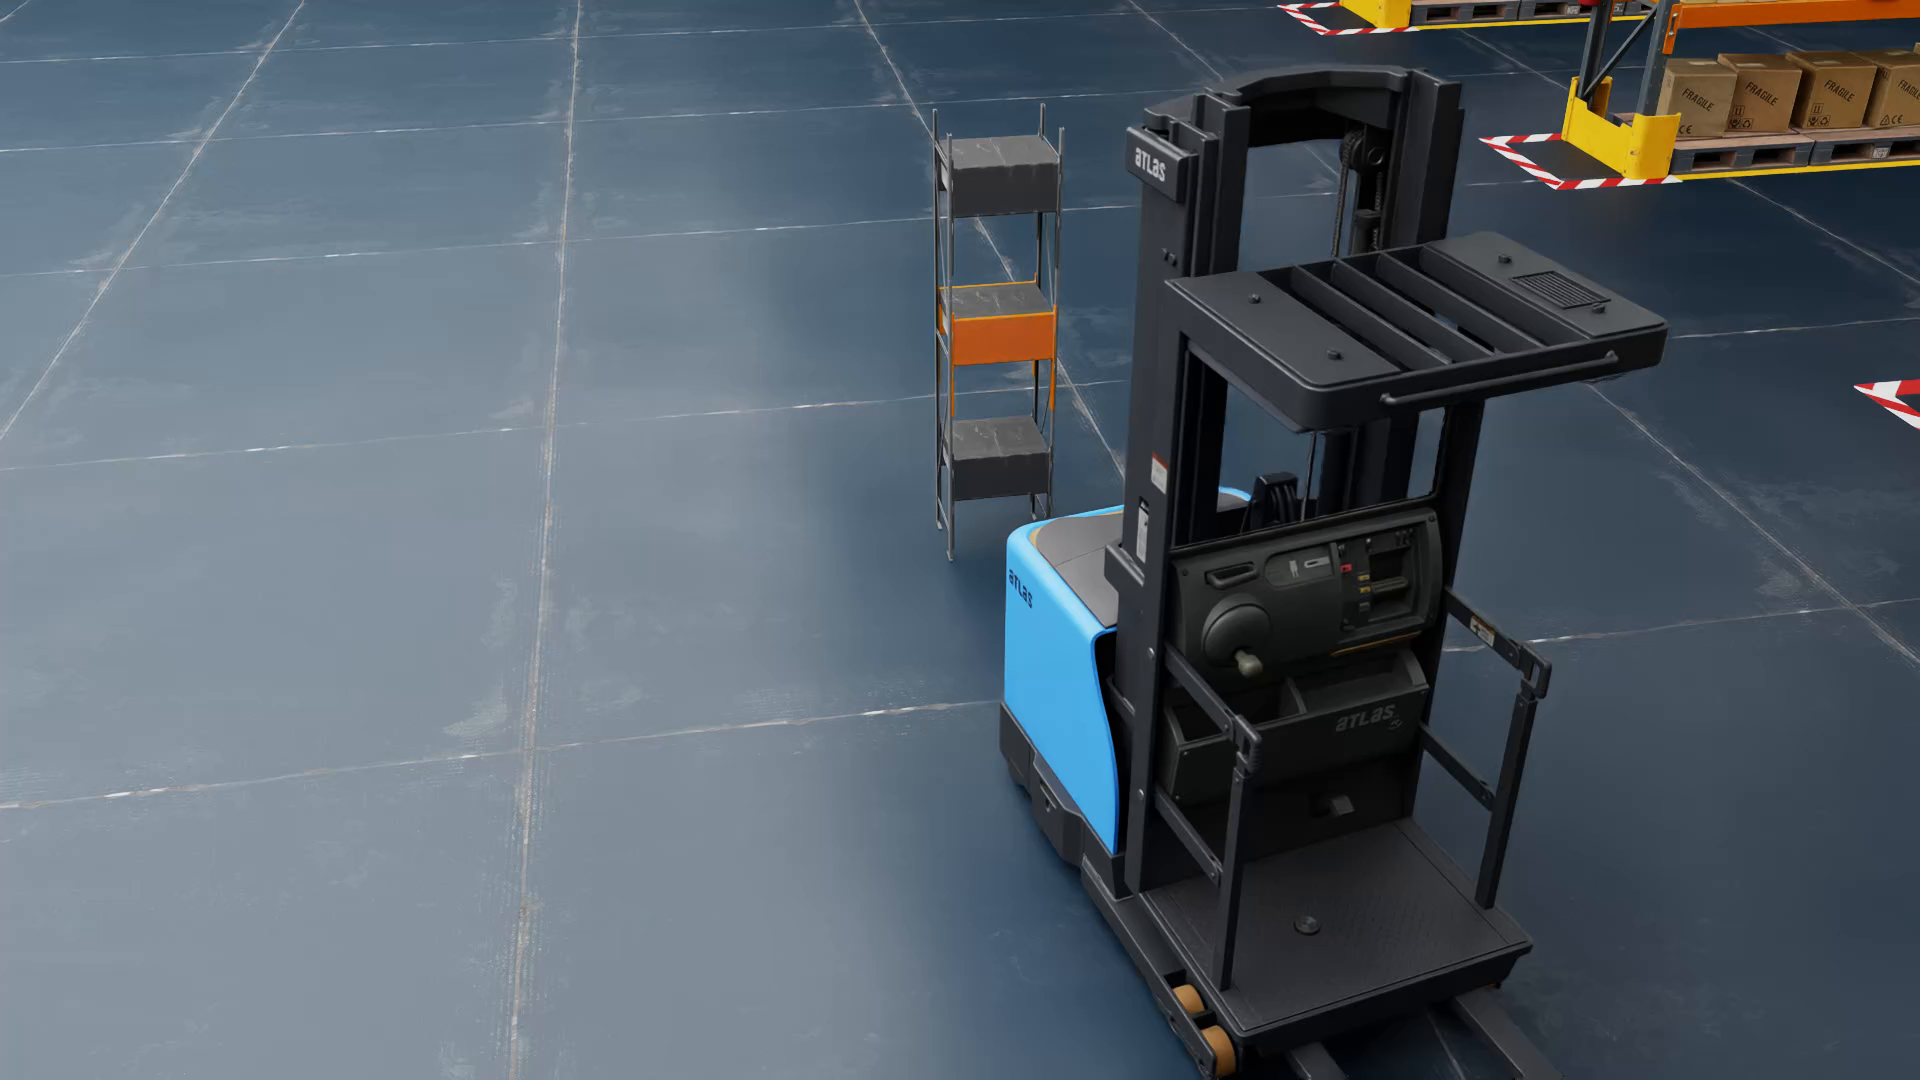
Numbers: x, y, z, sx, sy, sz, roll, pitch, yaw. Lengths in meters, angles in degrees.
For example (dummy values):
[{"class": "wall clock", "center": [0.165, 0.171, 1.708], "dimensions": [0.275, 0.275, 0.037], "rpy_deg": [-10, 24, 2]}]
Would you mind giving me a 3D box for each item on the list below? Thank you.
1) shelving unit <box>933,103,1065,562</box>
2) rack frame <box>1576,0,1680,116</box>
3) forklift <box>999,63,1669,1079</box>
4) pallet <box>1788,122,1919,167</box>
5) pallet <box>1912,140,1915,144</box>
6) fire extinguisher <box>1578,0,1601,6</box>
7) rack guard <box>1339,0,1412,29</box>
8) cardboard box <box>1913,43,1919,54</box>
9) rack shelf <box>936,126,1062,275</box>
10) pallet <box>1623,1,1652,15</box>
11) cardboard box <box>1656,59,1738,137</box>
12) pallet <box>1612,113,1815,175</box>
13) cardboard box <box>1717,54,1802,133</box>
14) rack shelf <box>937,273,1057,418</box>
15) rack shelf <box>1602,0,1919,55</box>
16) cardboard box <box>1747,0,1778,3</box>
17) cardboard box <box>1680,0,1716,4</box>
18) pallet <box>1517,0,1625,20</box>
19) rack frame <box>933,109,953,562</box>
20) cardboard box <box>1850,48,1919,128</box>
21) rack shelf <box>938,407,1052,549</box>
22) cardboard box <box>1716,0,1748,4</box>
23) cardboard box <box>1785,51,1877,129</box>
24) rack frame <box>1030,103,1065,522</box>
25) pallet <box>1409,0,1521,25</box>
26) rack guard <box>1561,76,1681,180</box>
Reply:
[{"class": "shelving unit", "center": [0.163, -0.920, 7.743], "dimensions": [0.503, 2.100, 0.431], "rpy_deg": [-5, 31, -9]}, {"class": "rack frame", "center": [5.251, -4.416, 12.801], "dimensions": [0.127, 3.000, 1.000], "rpy_deg": [-5, 31, -9]}, {"class": "forklift", "center": [1.172, 0.217, 4.989], "dimensions": [1.130, 2.935, 3.031], "rpy_deg": [-11, 32, -19]}, {"class": "pallet", "center": [7.329, -3.387, 13.802], "dimensions": [1.213, 0.211, 1.003], "rpy_deg": [-5, 31, -9]}, {"class": "pallet", "center": [8.531, -3.500, 13.994], "dimensions": [1.213, 0.211, 1.003], "rpy_deg": [-5, 31, -9]}, {"class": "fire extinguisher", "center": [5.055, -4.602, 13.193], "dimensions": [0.183, 0.674, 0.296], "rpy_deg": [-5, 31, -9]}, {"class": "rack guard", "center": [4.425, -5.838, 17.686], "dimensions": [0.348, 0.500, 1.175], "rpy_deg": [-5, 31, -9]}, {"class": "cardboard box", "center": [8.223, -3.812, 13.825], "dimensions": [0.500, 0.500, 0.500], "rpy_deg": [4, 31, 7]}, {"class": "rack shelf", "center": [0.163, -1.512, 7.396], "dimensions": [0.480, 0.518, 0.431], "rpy_deg": [-5, 31, -9]}, {"class": "pallet", "center": [7.625, -6.008, 18.259], "dimensions": [1.213, 0.211, 1.003], "rpy_deg": [-5, 31, -9]}, {"class": "cardboard box", "center": [5.868, -3.568, 13.411], "dimensions": [0.500, 0.500, 0.500], "rpy_deg": [0, 30, 0]}, {"class": "pallet", "center": [6.131, -3.277, 13.615], "dimensions": [1.213, 0.211, 1.003], "rpy_deg": [-5, 31, -9]}, {"class": "cardboard box", "center": [6.450, -3.640, 13.532], "dimensions": [0.500, 0.500, 0.500], "rpy_deg": [2, 31, 4]}, {"class": "rack shelf", "center": [0.163, -0.908, 7.750], "dimensions": [0.480, 0.518, 0.431], "rpy_deg": [-5, 31, -9]}, {"class": "rack shelf", "center": [7.218, -4.288, 13.294], "dimensions": [4.000, 0.370, 1.077], "rpy_deg": [-5, 31, -9]}, {"class": "cardboard box", "center": [6.072, -4.243, 12.755], "dimensions": [0.250, 0.149, 0.380], "rpy_deg": [-5, 31, -9]}, {"class": "cardboard box", "center": [5.574, -4.215, 12.706], "dimensions": [0.250, 0.149, 0.380], "rpy_deg": [-5, 31, -9]}, {"class": "pallet", "center": [6.423, -5.895, 18.067], "dimensions": [1.213, 0.211, 1.003], "rpy_deg": [-5, 31, -9]}, {"class": "rack frame", "center": [-0.077, -0.898, 7.706], "dimensions": [0.015, 2.100, 0.400], "rpy_deg": [-5, 31, -9]}, {"class": "cardboard box", "center": [7.626, -3.716, 13.662], "dimensions": [0.500, 0.500, 0.500], "rpy_deg": [-8, 31, -13]}, {"class": "rack shelf", "center": [0.163, -0.305, 8.105], "dimensions": [0.480, 0.518, 0.431], "rpy_deg": [-5, 31, -9]}, {"class": "cardboard box", "center": [5.824, -4.228, 12.729], "dimensions": [0.250, 0.149, 0.380], "rpy_deg": [-5, 31, -9]}, {"class": "cardboard box", "center": [7.069, -3.687, 13.614], "dimensions": [0.500, 0.500, 0.500], "rpy_deg": [-3, 31, -4]}, {"class": "rack frame", "center": [0.403, -0.943, 7.781], "dimensions": [0.015, 2.100, 0.400], "rpy_deg": [-5, 31, -9]}, {"class": "pallet", "center": [5.225, -5.785, 17.881], "dimensions": [1.213, 0.211, 1.003], "rpy_deg": [-5, 31, -9]}, {"class": "rack guard", "center": [5.326, -3.345, 13.446], "dimensions": [0.348, 0.500, 1.175], "rpy_deg": [-5, 31, -9]}]
